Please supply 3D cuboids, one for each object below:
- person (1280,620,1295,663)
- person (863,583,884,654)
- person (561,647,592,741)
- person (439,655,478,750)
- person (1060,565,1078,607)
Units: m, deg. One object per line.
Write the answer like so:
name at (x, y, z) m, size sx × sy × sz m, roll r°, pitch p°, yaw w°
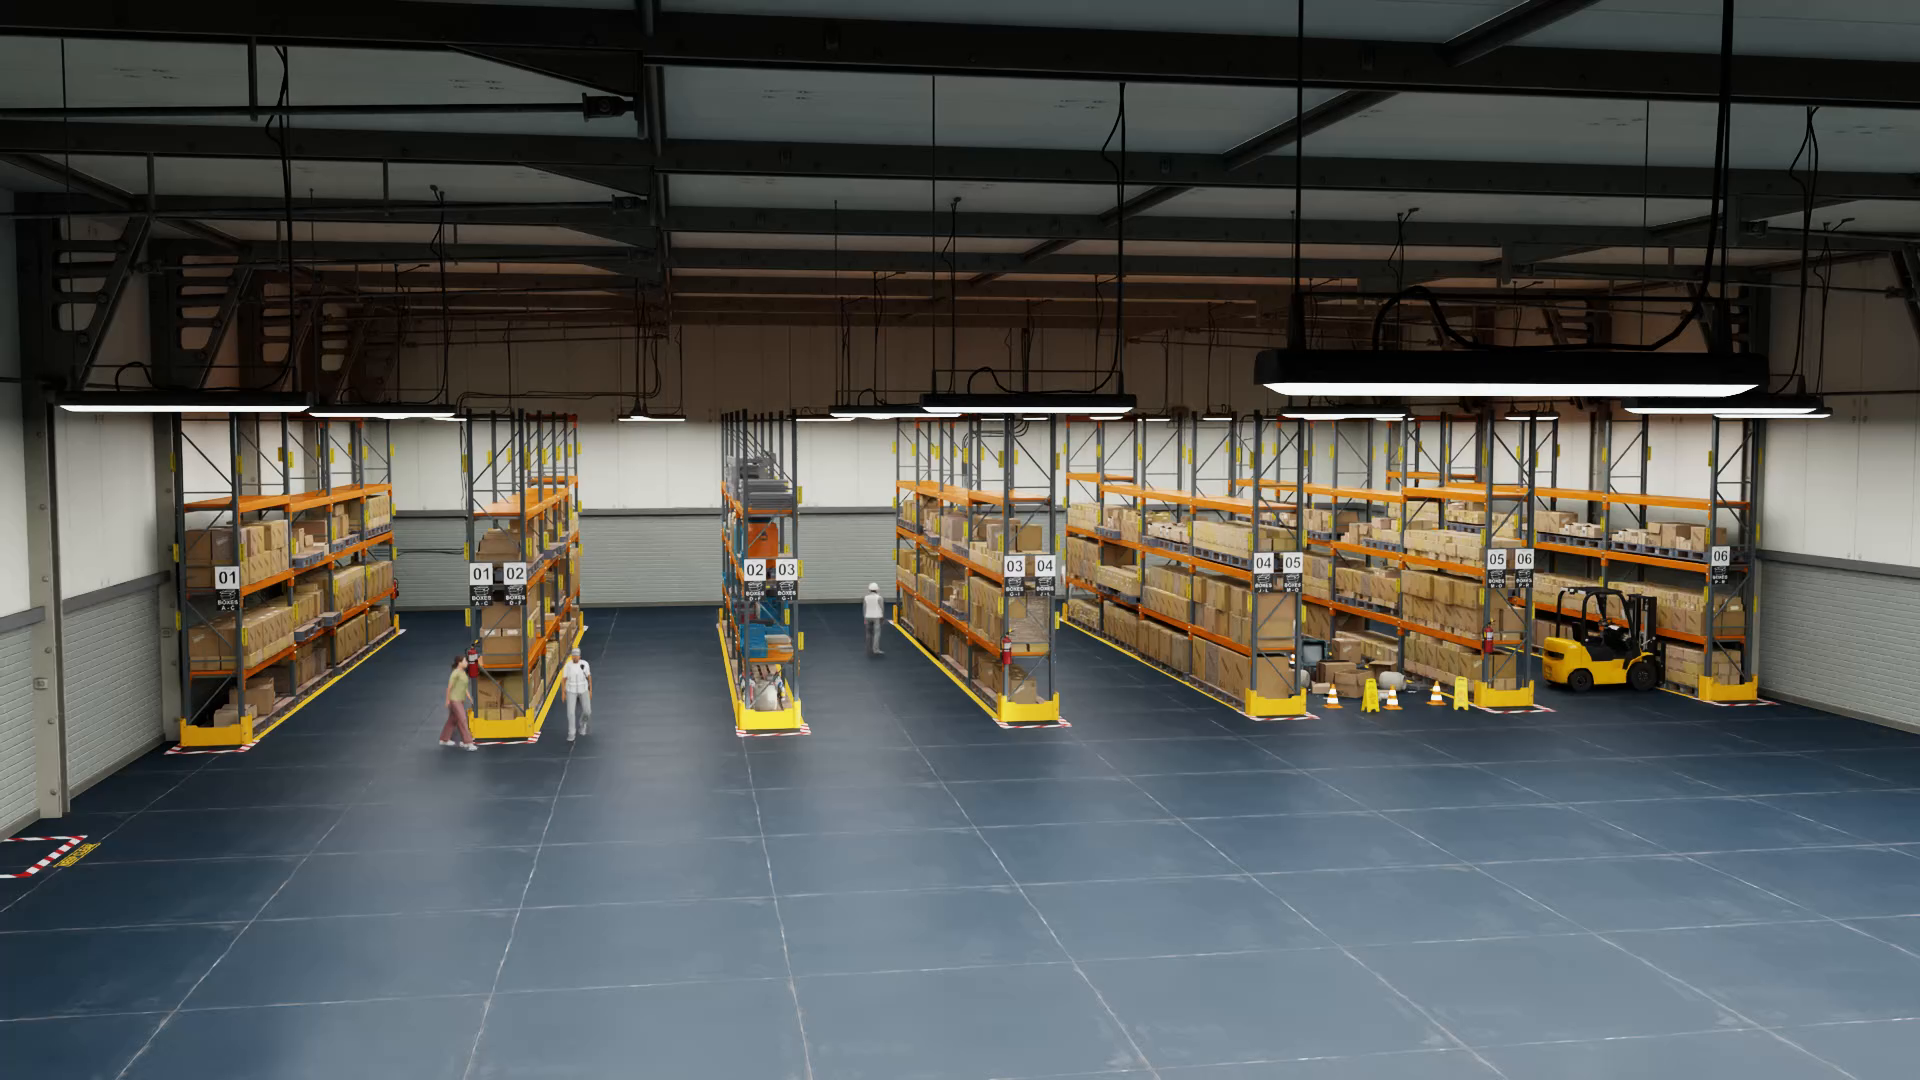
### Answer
person at (7.872, 2.087, 39.646) m, size 0.530 × 1.818 × 0.555 m, roll -1°, pitch 4°, yaw -20°
person at (-2.158, 1.950, 41.463) m, size 0.608 × 1.771 × 0.702 m, roll 1°, pitch 4°, yaw 19°
person at (-6.975, 2.780, 30.251) m, size 0.543 × 1.663 × 0.611 m, roll -1°, pitch 4°, yaw -13°
person at (-8.844, 2.852, 29.383) m, size 0.859 × 1.652 × 0.479 m, roll 1°, pitch 4°, yaw 13°
person at (3.328, 1.331, 50.321) m, size 0.573 × 1.748 × 0.793 m, roll 4°, pitch 5°, yaw 42°
